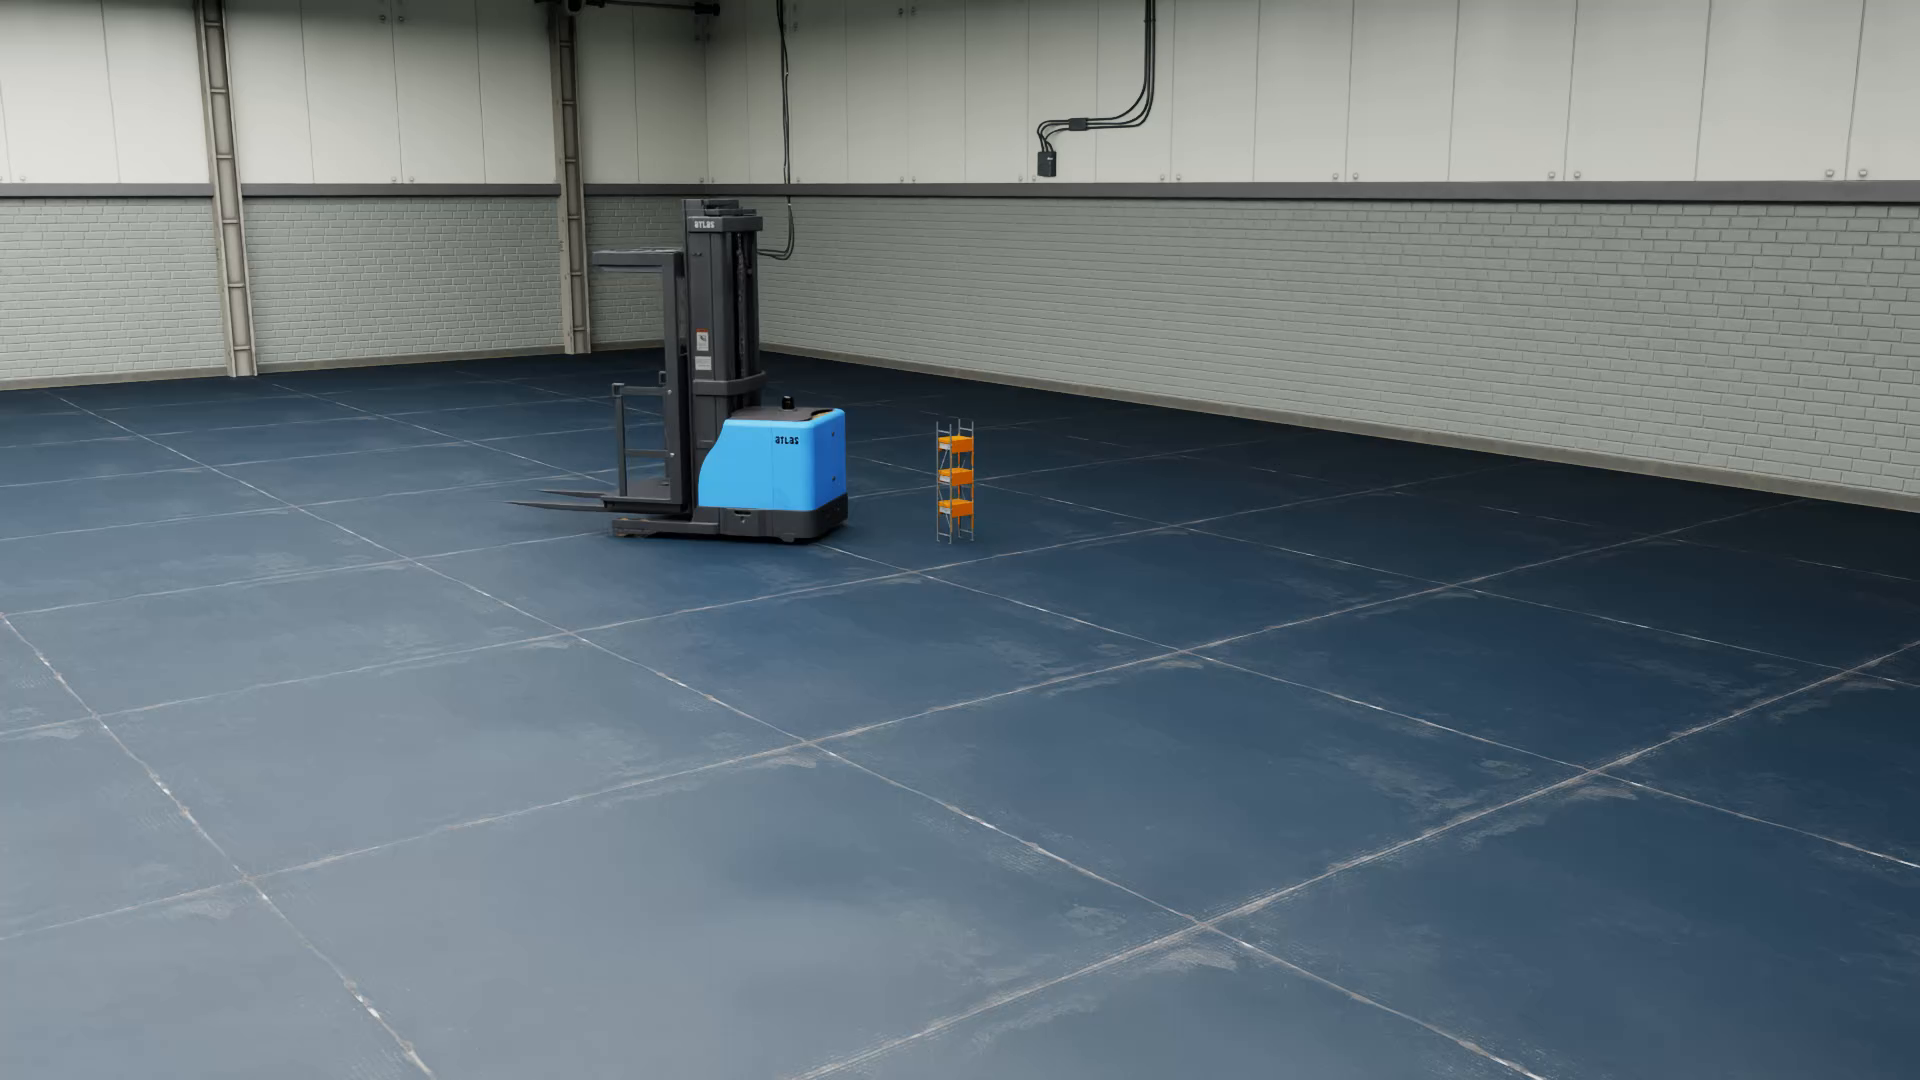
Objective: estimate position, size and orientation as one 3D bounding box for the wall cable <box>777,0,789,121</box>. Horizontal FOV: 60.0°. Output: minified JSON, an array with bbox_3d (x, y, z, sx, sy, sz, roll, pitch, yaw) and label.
[{"bbox_3d":[-2.327,-8.576,28.667,0.112,2.526,3.097,-9,15,-38],"label":"wall cable"}]

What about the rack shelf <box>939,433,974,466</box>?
[{"bbox_3d":[-0.042,-0.774,14.430,0.240,0.259,0.215,-9,15,-38],"label":"rack shelf"}]

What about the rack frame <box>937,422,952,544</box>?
[{"bbox_3d":[-0.137,-0.491,14.412,0.008,1.050,0.200,-9,15,-38],"label":"rack frame"}]

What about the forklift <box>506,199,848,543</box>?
[{"bbox_3d":[-2.601,-1.554,14.889,3.031,2.935,1.130,3,12,14],"label":"forklift"}]

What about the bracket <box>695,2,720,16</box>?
[{"bbox_3d":[-4.747,-9.960,31.202,0.430,0.232,0.235,-9,15,-38],"label":"bracket"}]

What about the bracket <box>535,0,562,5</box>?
[{"bbox_3d":[-7.246,-9.545,29.247,0.430,0.232,0.235,-9,15,-38],"label":"bracket"}]

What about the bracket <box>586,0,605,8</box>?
[{"bbox_3d":[-6.598,-9.652,29.754,0.430,0.232,0.235,-9,15,-38],"label":"bracket"}]

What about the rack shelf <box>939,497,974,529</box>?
[{"bbox_3d":[-0.042,-0.224,14.547,0.240,0.259,0.215,-9,15,-38],"label":"rack shelf"}]

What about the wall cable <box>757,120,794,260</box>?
[{"bbox_3d":[-4.017,-6.544,31.258,0.112,2.526,3.097,-9,15,-38],"label":"wall cable"}]

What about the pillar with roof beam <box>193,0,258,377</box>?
[{"bbox_3d":[-9.140,-6.418,23.191,0.400,9.000,9.100,-9,15,-38],"label":"pillar with roof beam"}]

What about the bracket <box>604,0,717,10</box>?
[{"bbox_3d":[-5.209,-9.883,30.841,3.189,0.066,0.076,-9,15,-38],"label":"bracket"}]

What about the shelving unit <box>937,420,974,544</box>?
[{"bbox_3d":[-0.042,-0.507,14.487,0.252,1.050,0.215,-9,15,-38],"label":"shelving unit"}]

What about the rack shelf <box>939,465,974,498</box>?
[{"bbox_3d":[-0.042,-0.496,14.489,0.240,0.259,0.215,-9,15,-38],"label":"rack shelf"}]

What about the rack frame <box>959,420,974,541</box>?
[{"bbox_3d":[0.053,-0.522,14.562,0.008,1.050,0.200,-9,15,-38],"label":"rack frame"}]

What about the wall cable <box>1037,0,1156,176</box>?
[{"bbox_3d":[1.901,-8.185,23.322,0.169,6.003,2.305,-9,15,-38],"label":"wall cable"}]

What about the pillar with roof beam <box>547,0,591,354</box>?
[{"bbox_3d":[-4.454,-7.197,26.857,0.548,9.000,9.100,-9,15,-38],"label":"pillar with roof beam"}]
